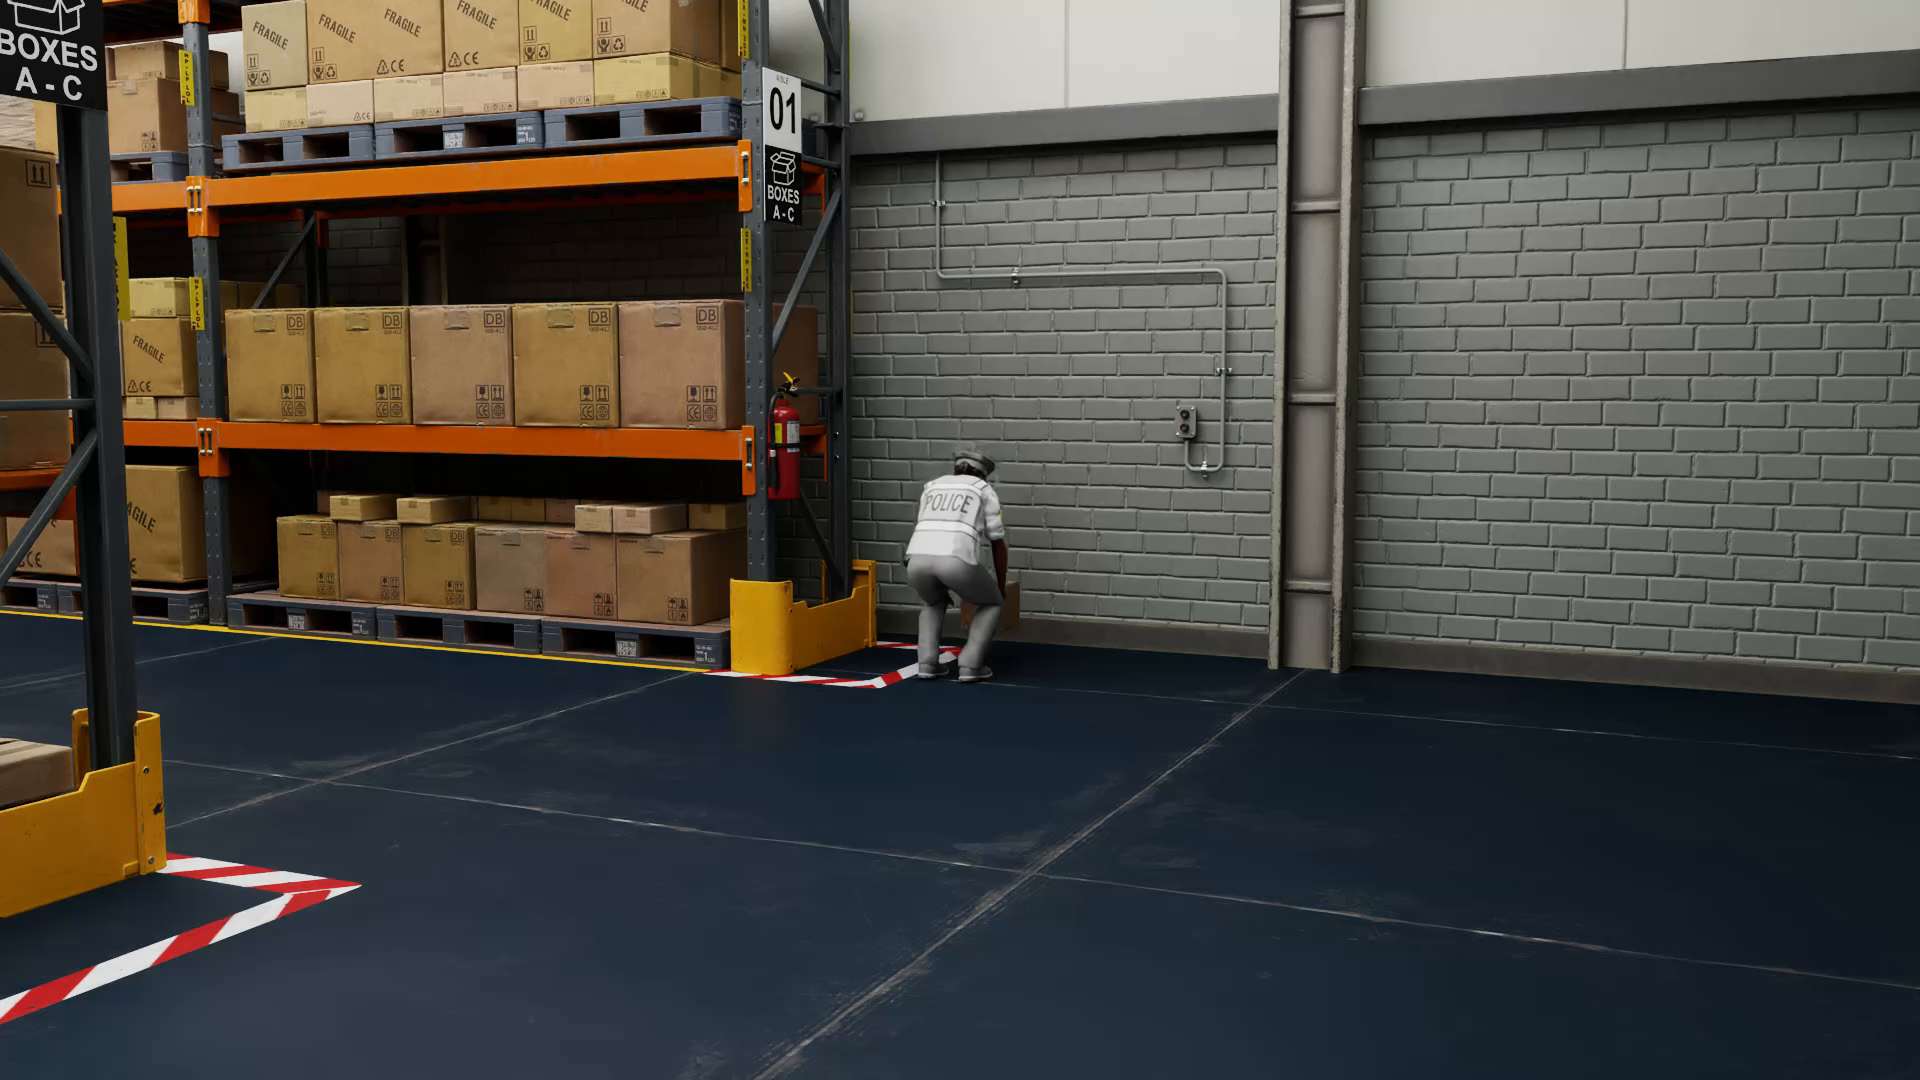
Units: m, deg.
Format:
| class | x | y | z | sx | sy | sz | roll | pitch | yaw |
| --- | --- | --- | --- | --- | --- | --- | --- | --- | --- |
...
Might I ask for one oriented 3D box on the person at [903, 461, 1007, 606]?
| class | x | y | z | sx | sy | sz | roll | pitch | yaw |
| --- | --- | --- | --- | --- | --- | --- | --- | --- | --- |
| person | -0.044 | -0.012 | 8.820 | 0.490 | 0.849 | 0.742 | 2 | 6 | 24 |
